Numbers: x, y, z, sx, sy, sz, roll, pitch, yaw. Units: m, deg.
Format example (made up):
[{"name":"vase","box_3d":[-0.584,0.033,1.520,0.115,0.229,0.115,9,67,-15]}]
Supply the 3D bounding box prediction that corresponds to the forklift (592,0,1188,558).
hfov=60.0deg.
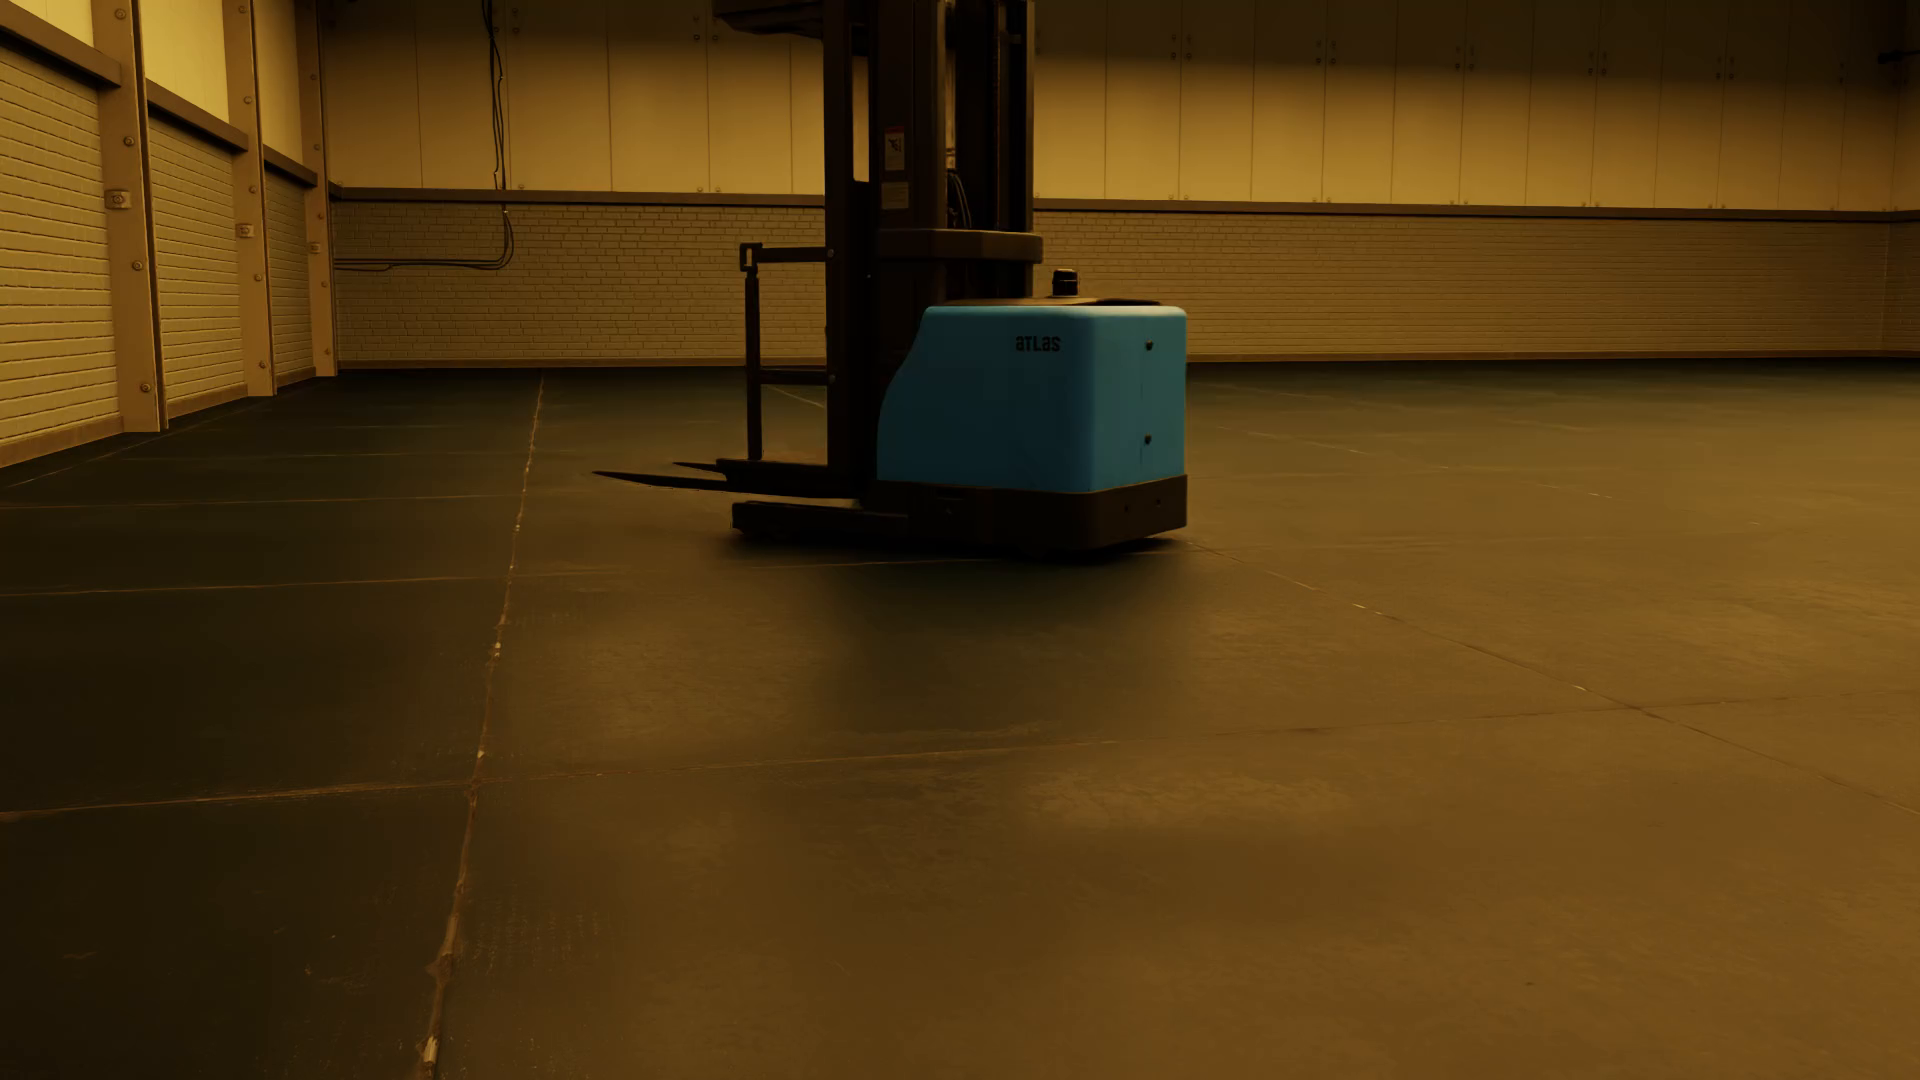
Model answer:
[{"name":"forklift","box_3d":[-0.465,-1.507,7.902,3.031,2.935,1.130,5,10,33]}]
